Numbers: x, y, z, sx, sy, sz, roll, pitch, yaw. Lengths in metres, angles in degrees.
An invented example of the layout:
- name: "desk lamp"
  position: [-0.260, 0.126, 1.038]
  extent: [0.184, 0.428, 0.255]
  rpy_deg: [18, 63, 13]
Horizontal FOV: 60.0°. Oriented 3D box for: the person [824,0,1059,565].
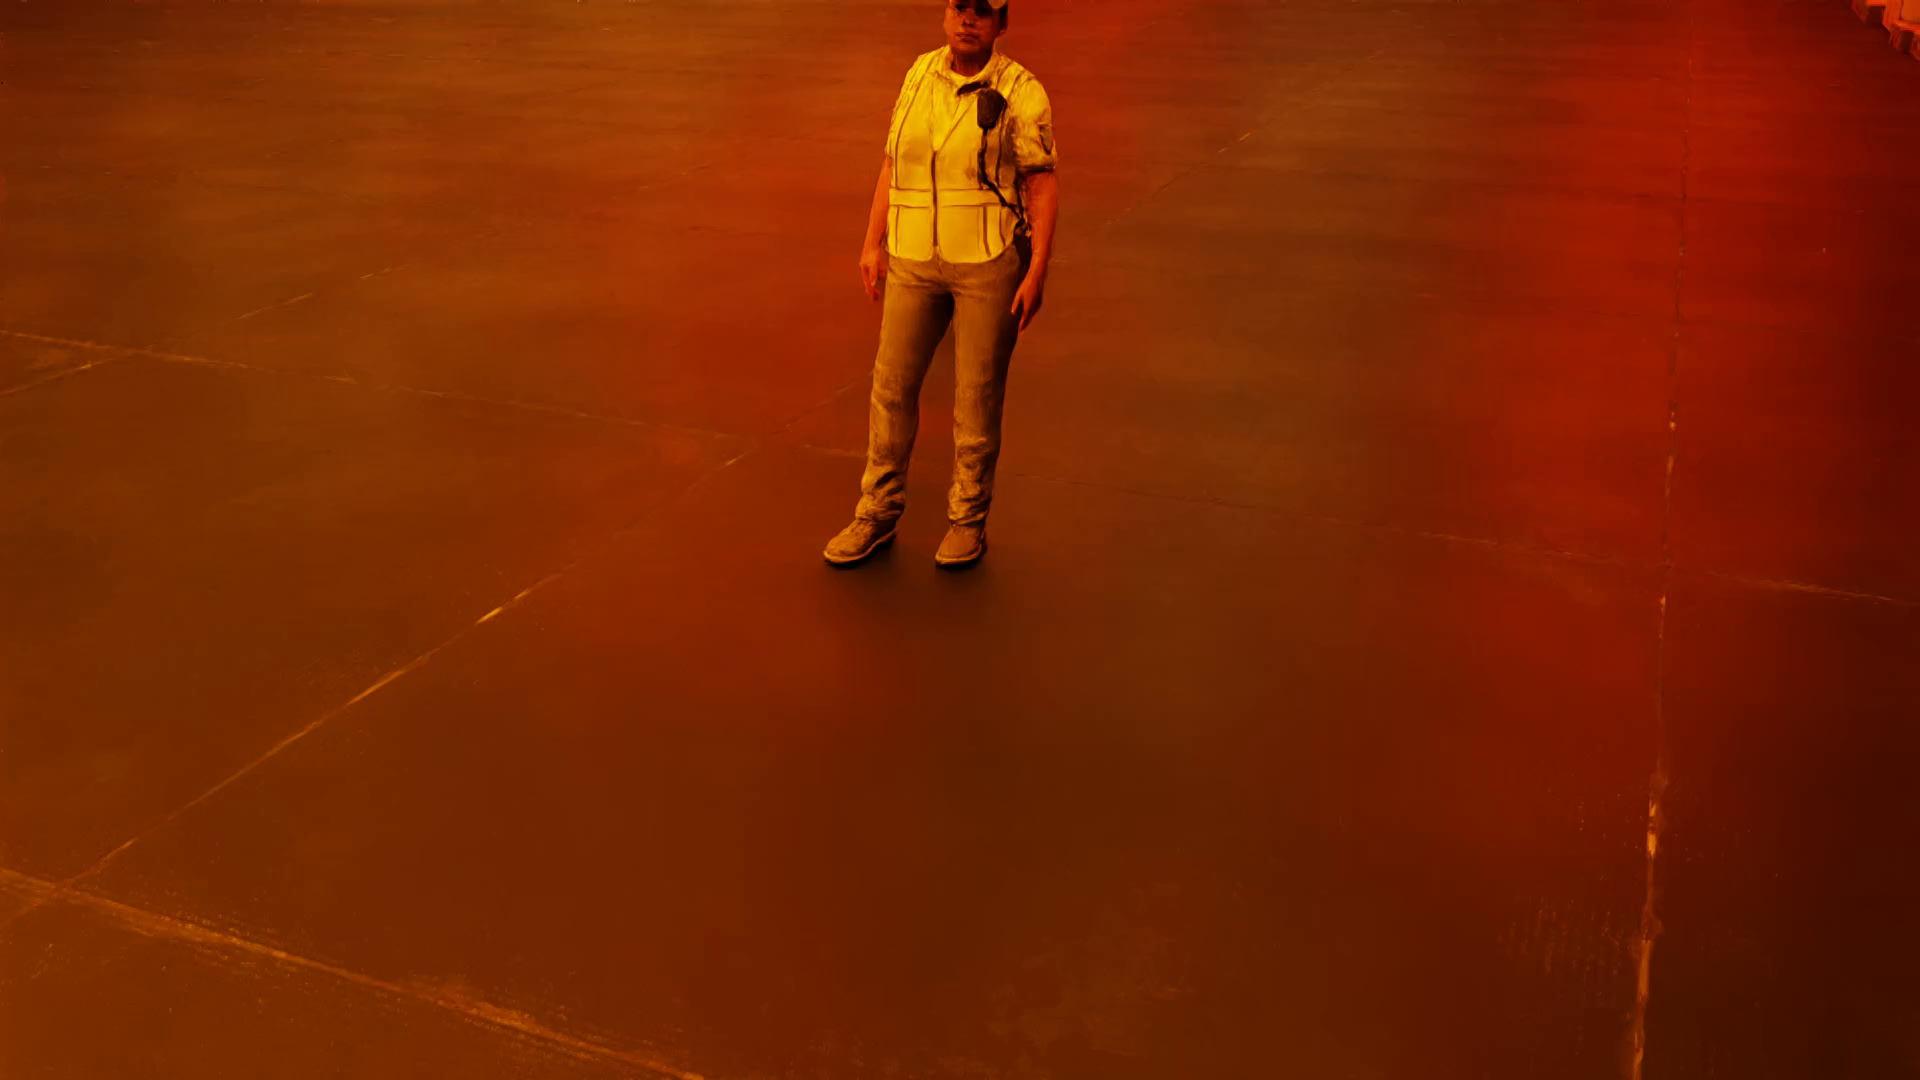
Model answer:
- name: "person"
  position: [-0.050, -0.752, 4.712]
  extent: [0.598, 1.669, 0.529]
  rpy_deg: [9, 24, 21]
